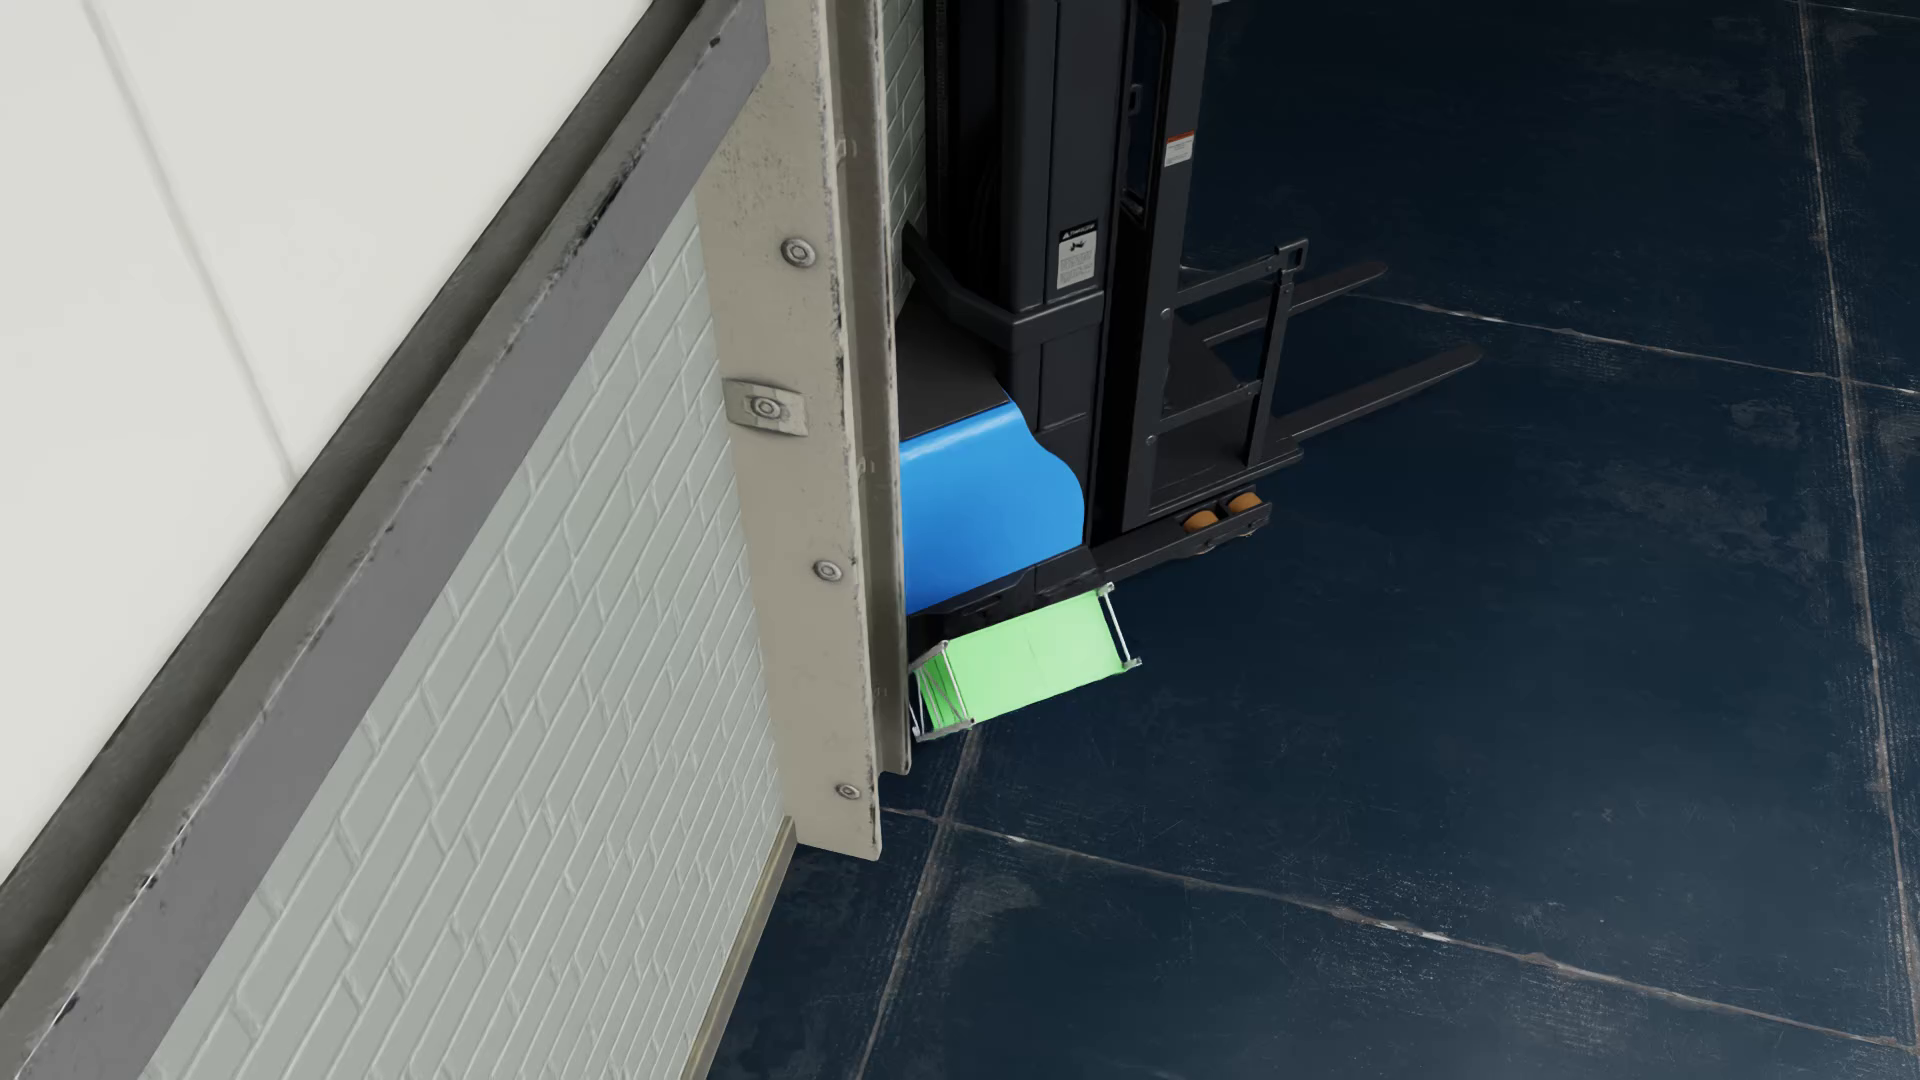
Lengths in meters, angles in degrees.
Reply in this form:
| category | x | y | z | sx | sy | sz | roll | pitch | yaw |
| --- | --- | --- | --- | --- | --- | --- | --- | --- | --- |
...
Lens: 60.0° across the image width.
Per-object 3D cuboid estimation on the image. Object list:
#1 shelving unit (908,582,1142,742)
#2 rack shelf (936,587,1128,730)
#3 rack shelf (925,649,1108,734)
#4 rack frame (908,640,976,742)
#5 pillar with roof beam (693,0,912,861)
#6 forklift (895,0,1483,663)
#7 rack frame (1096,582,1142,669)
| category | x | y | z | sx | sy | sz | roll | pitch | yaw |
| --- | --- | --- | --- | --- | --- | --- | --- | --- | --- |
| shelving unit | 0.136 | 0.400 | 5.102 | 0.503 | 1.200 | 0.258 | -19 | 84 | -11 |
| rack shelf | 0.197 | 0.335 | 4.695 | 0.480 | 0.148 | 0.258 | -19 | 84 | -11 |
| rack shelf | 0.162 | 0.373 | 4.930 | 0.480 | 0.148 | 0.258 | -19 | 84 | -11 |
| rack frame | -0.091 | 0.477 | 5.055 | 0.015 | 1.200 | 0.240 | -19 | 84 | -11 |
| pillar with roof beam | 3.791 | -1.270 | 1.369 | 9.100 | 9.000 | 0.400 | 12 | 50 | 10 |
| forklift | 0.586 | -1.246 | 5.395 | 3.031 | 2.935 | 1.130 | -22 | 52 | -18 |
| rack frame | 0.364 | 0.324 | 5.148 | 0.015 | 1.200 | 0.240 | -19 | 84 | -11 |
